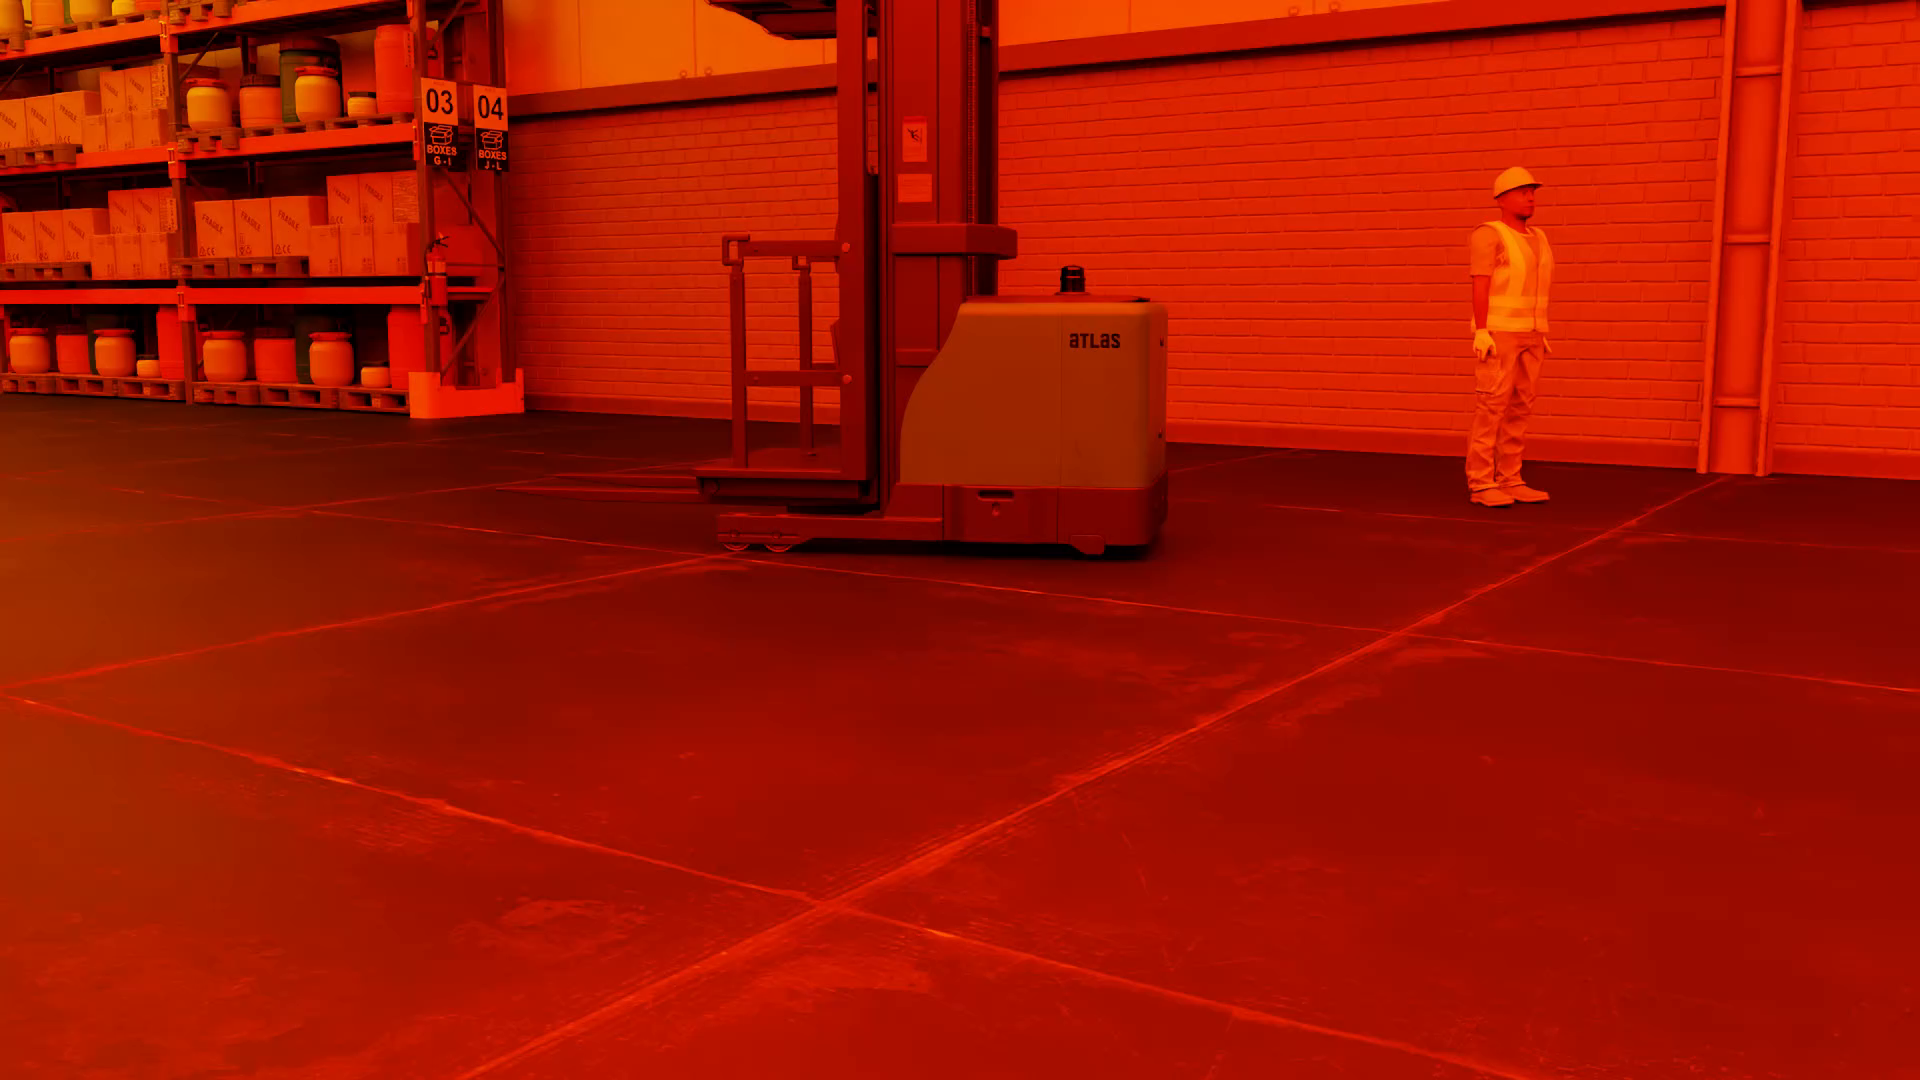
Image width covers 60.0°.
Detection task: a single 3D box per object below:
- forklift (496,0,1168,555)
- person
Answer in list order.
[{"bbox_3d":[-0.596,-1.469,7.520,3.031,2.935,1.130,2,8,12],"label":"forklift"},{"bbox_3d":[2.967,-1.088,8.910,0.536,1.790,0.386,-6,10,-35],"label":"person"}]
